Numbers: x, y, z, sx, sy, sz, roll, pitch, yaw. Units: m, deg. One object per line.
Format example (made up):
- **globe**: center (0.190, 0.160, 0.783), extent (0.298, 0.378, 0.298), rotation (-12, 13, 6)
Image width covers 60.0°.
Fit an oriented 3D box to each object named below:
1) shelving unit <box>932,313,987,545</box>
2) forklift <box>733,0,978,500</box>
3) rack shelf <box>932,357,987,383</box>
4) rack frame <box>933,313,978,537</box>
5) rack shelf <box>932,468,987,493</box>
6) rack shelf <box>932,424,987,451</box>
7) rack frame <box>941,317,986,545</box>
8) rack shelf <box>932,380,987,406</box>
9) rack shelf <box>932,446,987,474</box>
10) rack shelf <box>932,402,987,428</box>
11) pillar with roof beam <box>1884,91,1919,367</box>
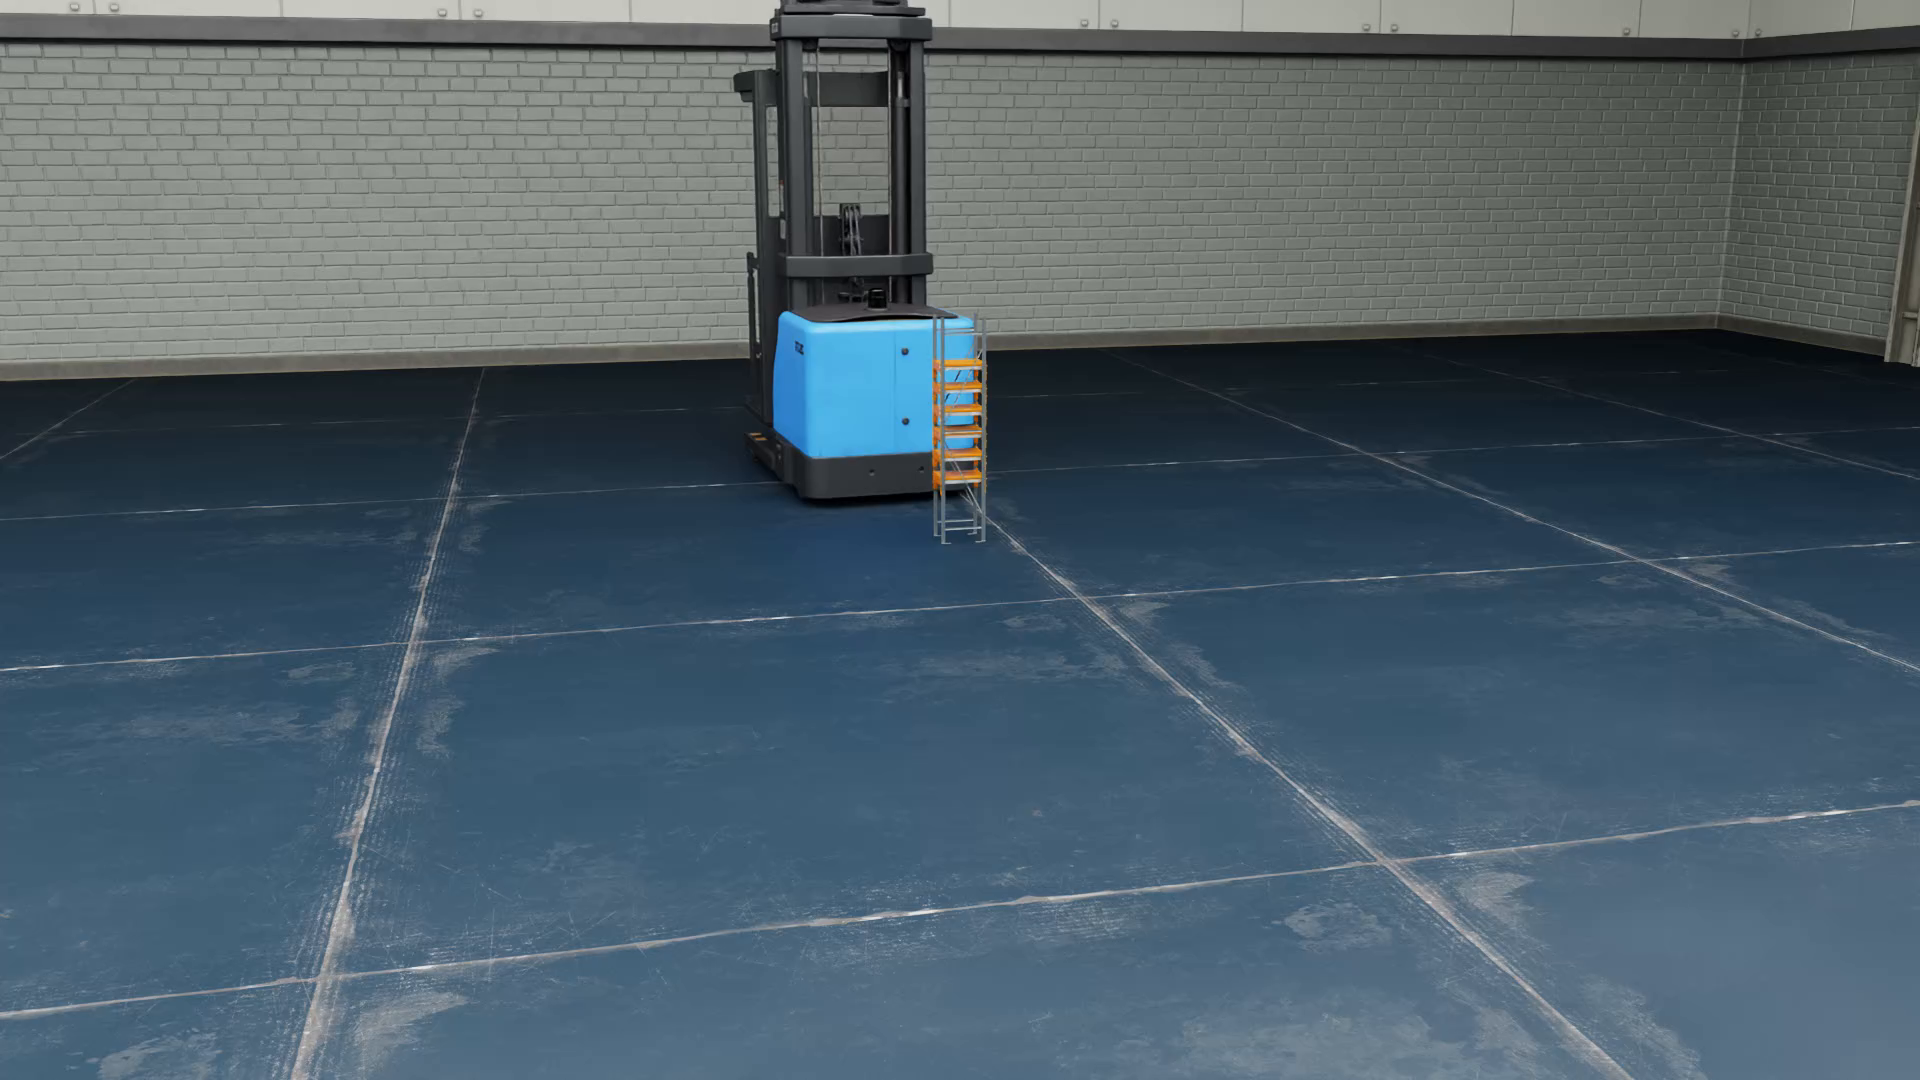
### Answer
- **shelving unit**: center (-0.003, -0.586, 8.798), extent (0.258, 1.200, 0.189), rotation (-3, 14, -13)
- **forklift**: center (-0.825, -1.964, 10.792), extent (1.130, 2.935, 3.031), rotation (-4, 14, -17)
- **rack shelf**: center (-0.003, -0.893, 8.723), extent (0.258, 0.103, 0.180), rotation (-3, 14, -13)
- **rack frame**: center (-0.025, -0.607, 8.885), extent (0.240, 1.200, 0.006), rotation (-3, 14, -13)
- **rack shelf**: center (-0.003, -0.310, 8.866), extent (0.258, 0.103, 0.180), rotation (-3, 14, -13)
- **rack shelf**: center (-0.003, -0.543, 8.809), extent (0.258, 0.103, 0.180), rotation (-3, 14, -13)
- **rack frame**: center (0.018, -0.565, 8.712), extent (0.240, 1.200, 0.006), rotation (-3, 14, -13)
- **rack shelf**: center (-0.003, -0.776, 8.752), extent (0.258, 0.103, 0.180), rotation (-3, 14, -13)
- **rack shelf**: center (-0.003, -0.426, 8.837), extent (0.258, 0.103, 0.180), rotation (-3, 14, -13)
- **rack shelf**: center (-0.003, -0.660, 8.780), extent (0.258, 0.103, 0.180), rotation (-3, 14, -13)
- **pillar with roof beam**: center (4.868, -5.810, 13.748), extent (9.100, 9.000, 0.400), rotation (-3, 14, -13)
